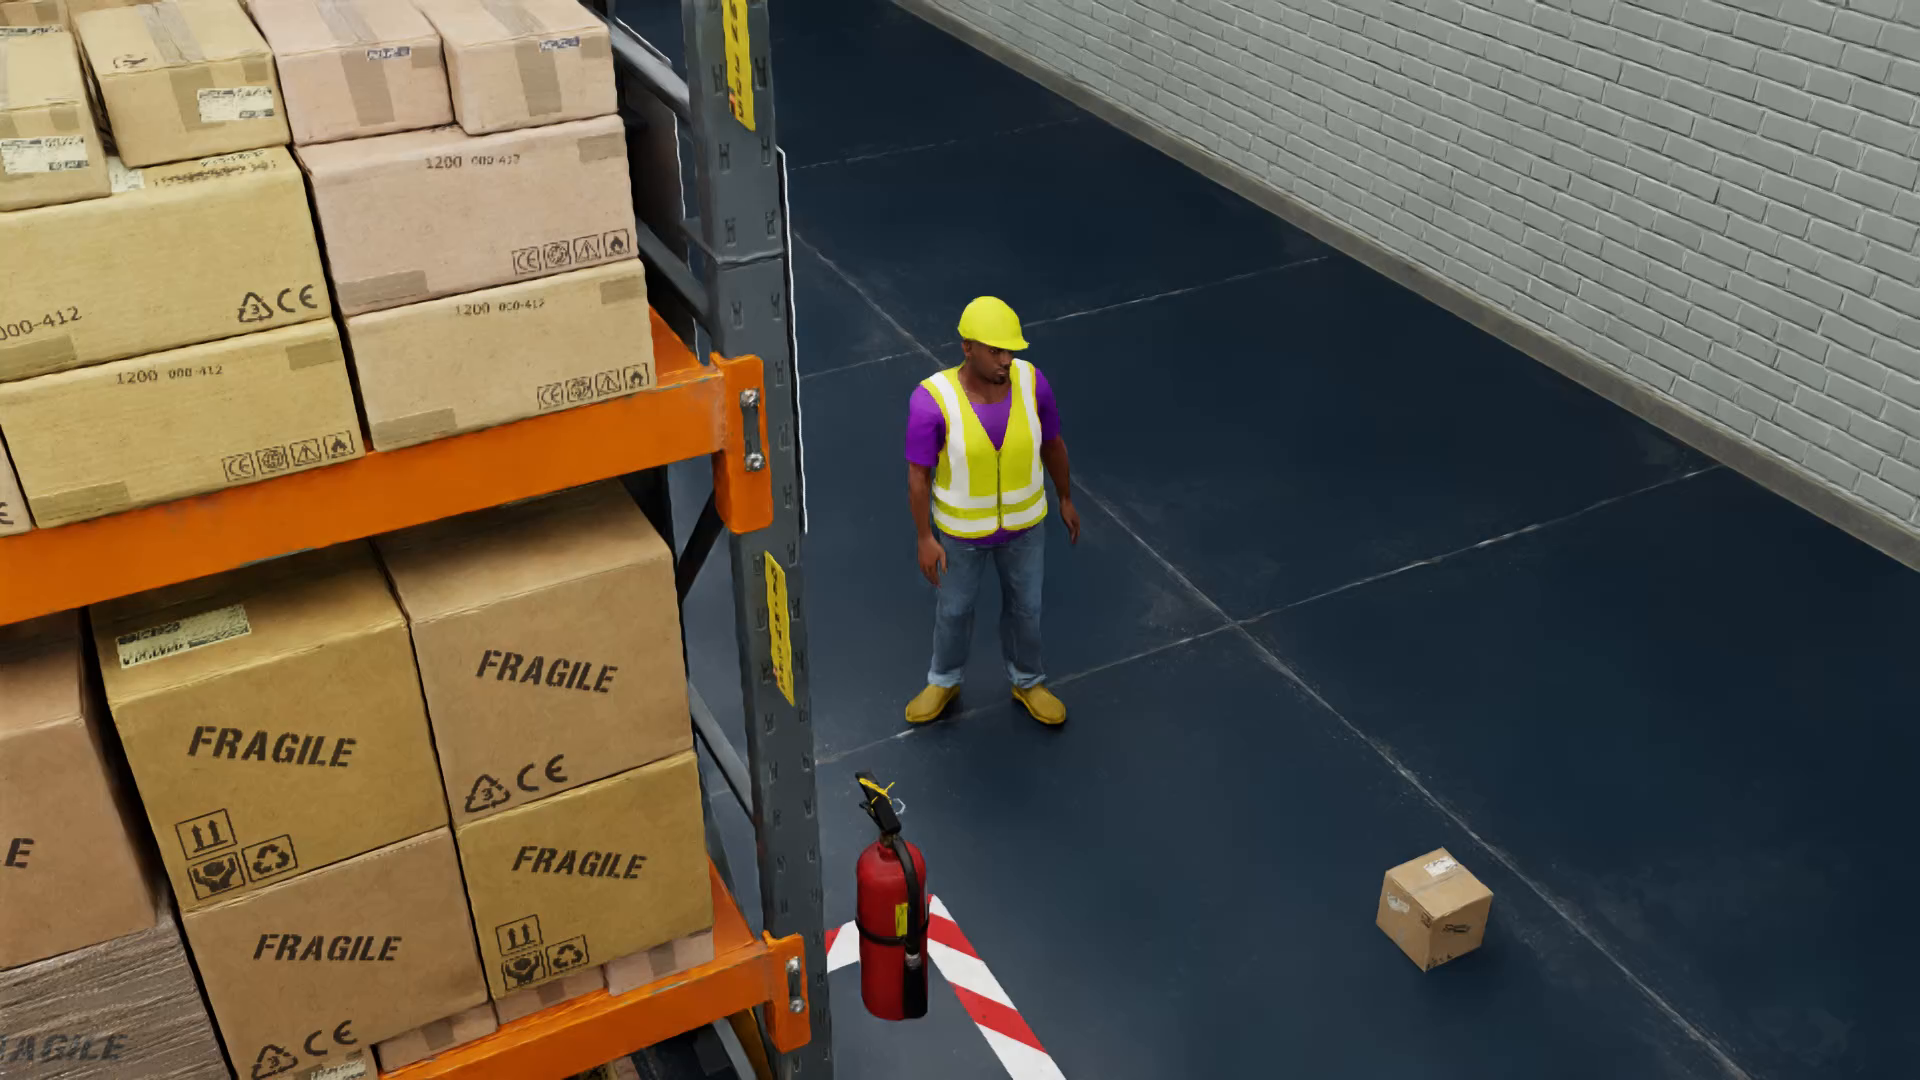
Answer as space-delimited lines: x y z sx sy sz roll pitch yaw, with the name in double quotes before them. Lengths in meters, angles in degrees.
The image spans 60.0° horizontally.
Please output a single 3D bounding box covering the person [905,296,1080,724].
"person" 0.121 -0.070 6.180 0.698 1.768 0.374 -8 34 -12
